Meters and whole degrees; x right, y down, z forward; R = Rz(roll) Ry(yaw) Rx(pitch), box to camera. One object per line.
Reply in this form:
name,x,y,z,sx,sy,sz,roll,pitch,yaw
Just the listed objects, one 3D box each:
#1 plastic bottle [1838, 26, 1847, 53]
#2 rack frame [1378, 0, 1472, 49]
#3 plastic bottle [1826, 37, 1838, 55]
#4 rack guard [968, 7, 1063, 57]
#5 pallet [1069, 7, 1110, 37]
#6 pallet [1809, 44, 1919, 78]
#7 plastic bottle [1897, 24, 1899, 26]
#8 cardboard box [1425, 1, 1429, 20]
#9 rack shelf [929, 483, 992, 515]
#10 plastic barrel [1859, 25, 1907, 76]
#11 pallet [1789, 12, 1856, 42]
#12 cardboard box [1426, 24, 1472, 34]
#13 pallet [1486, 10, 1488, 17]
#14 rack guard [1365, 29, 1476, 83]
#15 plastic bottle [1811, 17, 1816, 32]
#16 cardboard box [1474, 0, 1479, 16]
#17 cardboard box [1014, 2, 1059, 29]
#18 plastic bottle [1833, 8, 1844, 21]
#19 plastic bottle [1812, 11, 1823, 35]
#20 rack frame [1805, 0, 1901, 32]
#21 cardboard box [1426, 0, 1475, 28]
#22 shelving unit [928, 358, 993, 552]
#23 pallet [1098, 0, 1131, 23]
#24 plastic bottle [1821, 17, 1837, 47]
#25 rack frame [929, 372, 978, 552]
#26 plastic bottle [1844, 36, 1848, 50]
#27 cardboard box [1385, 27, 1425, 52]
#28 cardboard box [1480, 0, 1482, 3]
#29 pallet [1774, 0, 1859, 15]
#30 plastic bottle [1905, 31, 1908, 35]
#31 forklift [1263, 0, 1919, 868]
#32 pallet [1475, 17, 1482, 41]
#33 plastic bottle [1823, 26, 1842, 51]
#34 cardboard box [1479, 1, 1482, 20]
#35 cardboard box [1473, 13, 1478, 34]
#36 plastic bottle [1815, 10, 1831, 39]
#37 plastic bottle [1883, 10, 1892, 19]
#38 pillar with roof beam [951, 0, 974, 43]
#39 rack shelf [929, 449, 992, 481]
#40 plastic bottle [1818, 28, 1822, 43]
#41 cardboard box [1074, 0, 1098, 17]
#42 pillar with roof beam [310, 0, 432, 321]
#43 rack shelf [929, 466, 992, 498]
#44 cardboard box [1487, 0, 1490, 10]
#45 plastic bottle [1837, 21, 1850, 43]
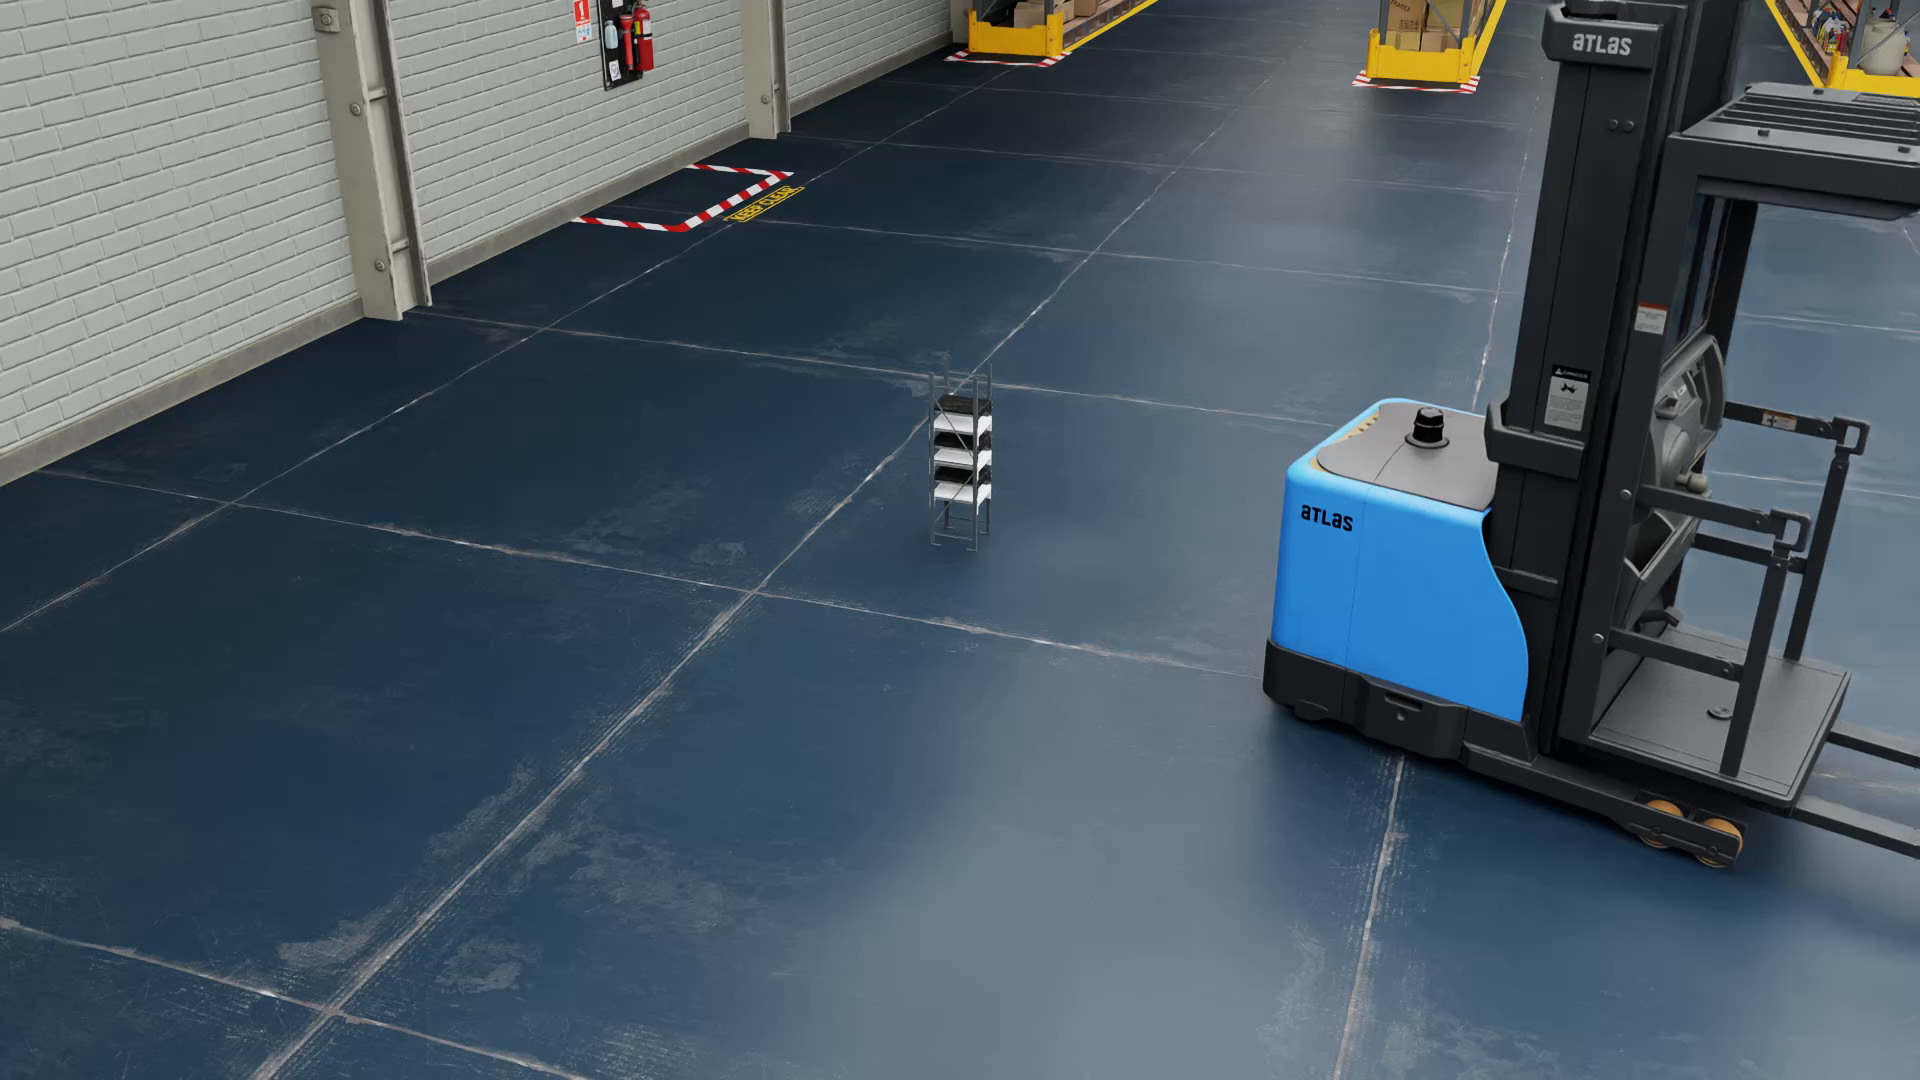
plastic bottle,10.417,-5.907,19.619,0.061,0.283,0.133,9,27,17
rack frame,5.339,-6.748,18.745,1.000,3.000,0.127,9,27,17
plastic bottle,10.207,-5.785,19.463,0.097,0.201,0.097,0,26,0
rack guard,0.692,-6.371,20.835,1.175,0.500,0.348,9,27,17
pallet,1.403,-7.070,22.609,1.003,0.211,1.213,9,27,17
pallet,10.673,-5.644,19.665,1.003,0.211,1.213,9,27,17
plastic bottle,11.169,-6.060,19.945,0.152,0.276,0.135,9,27,18
cardboard box,5.556,-6.714,20.487,0.500,0.500,0.500,9,27,17
rack shelf,0.003,-0.216,8.154,0.258,0.077,0.200,9,27,17
plastic barrel,10.156,-5.379,18.291,0.421,0.512,0.421,0,26,0
pallet,11.565,-6.745,21.940,1.003,0.211,1.213,9,27,17
cardboard box,5.891,-6.094,20.067,0.500,0.250,0.500,9,27,17
pallet,6.879,-7.445,23.385,1.003,0.211,1.213,9,27,17
rack guard,5.331,-5.613,19.270,1.175,0.500,0.348,9,27,17
plastic bottle,10.787,-6.502,20.942,0.097,0.201,0.097,0,26,0
cardboard box,6.229,-6.841,20.751,0.500,0.500,0.500,9,27,17
cardboard box,0.982,-6.724,21.276,0.500,0.311,0.500,6,26,12
plastic bottle,10.816,-6.385,20.531,0.144,0.351,0.185,9,27,17
plastic bottle,10.739,-6.440,20.730,0.152,0.276,0.135,10,27,19
rack frame,11.340,-7.672,20.654,1.000,3.000,0.127,9,27,17
cardboard box,5.892,-6.431,19.903,0.500,0.500,0.500,9,27,17
shelving unit,0.003,-0.408,8.061,0.258,0.900,0.210,9,27,17
pallet,1.808,-7.573,23.648,1.003,0.211,1.213,9,27,17
plastic bottle,10.414,-6.078,19.895,0.144,0.351,0.185,10,28,20
rack frame,-0.031,-0.367,7.974,0.240,0.900,0.006,9,27,17
plastic bottle,10.487,-5.931,19.765,0.097,0.201,0.097,0,26,0
cardboard box,5.239,-5.963,19.797,0.500,0.250,0.500,9,27,17
cardboard box,6.545,-7.255,21.605,0.500,0.500,0.500,9,27,17
pallet,12.377,-7.748,24.011,1.003,0.211,1.213,9,27,17
plastic bottle,10.999,-5.794,19.387,0.061,0.283,0.133,9,27,18
forklift,2.734,-0.428,5.771,3.031,2.935,1.130,17,31,32
pallet,6.366,-6.816,22.086,1.003,0.211,1.213,9,27,17
plastic bottle,10.317,-5.918,19.652,0.152,0.276,0.135,9,27,18
cardboard box,6.547,-6.917,21.768,0.500,0.250,0.500,9,27,17
cardboard box,6.228,-6.504,20.914,0.500,0.250,0.500,9,27,17
plastic bottle,10.618,-6.329,20.414,0.144,0.351,0.185,8,27,15
plastic bottle,11.334,-6.293,20.339,0.144,0.351,0.185,7,27,15
pillar with roof beam,4.144,-9.954,18.482,9.100,9.000,0.400,9,27,17
rack shelf,0.003,-0.378,8.075,0.258,0.077,0.200,9,27,17
plastic bottle,10.501,-6.149,20.213,0.097,0.201,0.097,0,26,0
cardboard box,1.463,-7.338,22.327,0.700,0.500,0.500,7,27,14
pillar with roof beam,0.150,-5.023,8.297,9.100,9.000,0.400,9,27,17
rack shelf,0.003,-0.297,8.115,0.258,0.077,0.200,9,27,17
cardboard box,7.038,-7.473,22.916,0.500,0.250,0.500,8,27,16
plastic bottle,10.624,-6.109,20.047,0.152,0.276,0.135,9,27,17
